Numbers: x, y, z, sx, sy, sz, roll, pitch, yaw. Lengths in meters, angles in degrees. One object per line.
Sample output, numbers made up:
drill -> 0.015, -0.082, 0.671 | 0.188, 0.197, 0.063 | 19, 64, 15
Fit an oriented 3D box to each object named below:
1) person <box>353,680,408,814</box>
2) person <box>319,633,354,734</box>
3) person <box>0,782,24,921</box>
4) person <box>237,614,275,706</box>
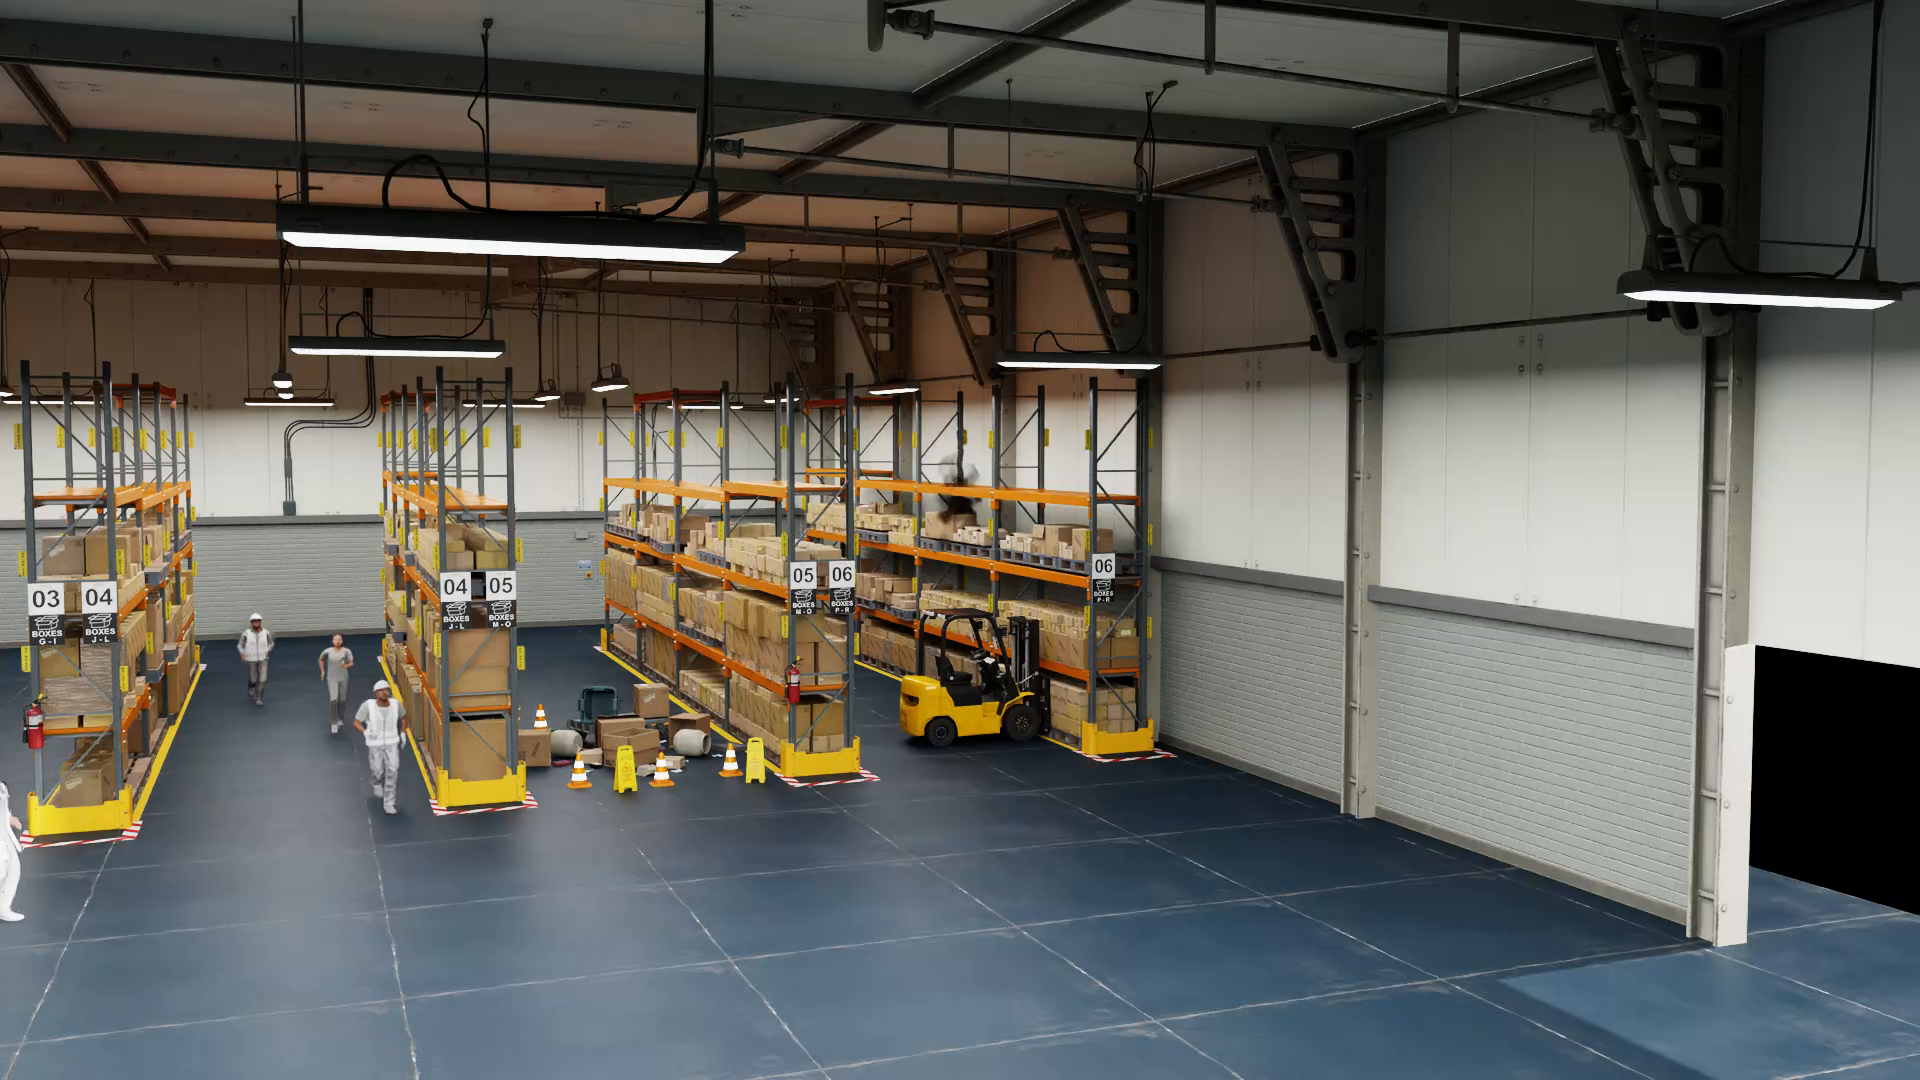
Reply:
person -> -7.840, 2.777, 22.543 | 0.701, 1.774, 0.814 | -2, 4, -28
person -> -10.703, 2.449, 28.583 | 0.531, 1.720, 0.738 | -2, 4, -29
person -> -10.128, 3.098, 17.301 | 0.756, 1.743, 0.711 | 0, 3, 4
person -> -13.298, 2.255, 31.445 | 0.659, 1.729, 0.586 | -2, 4, -30
